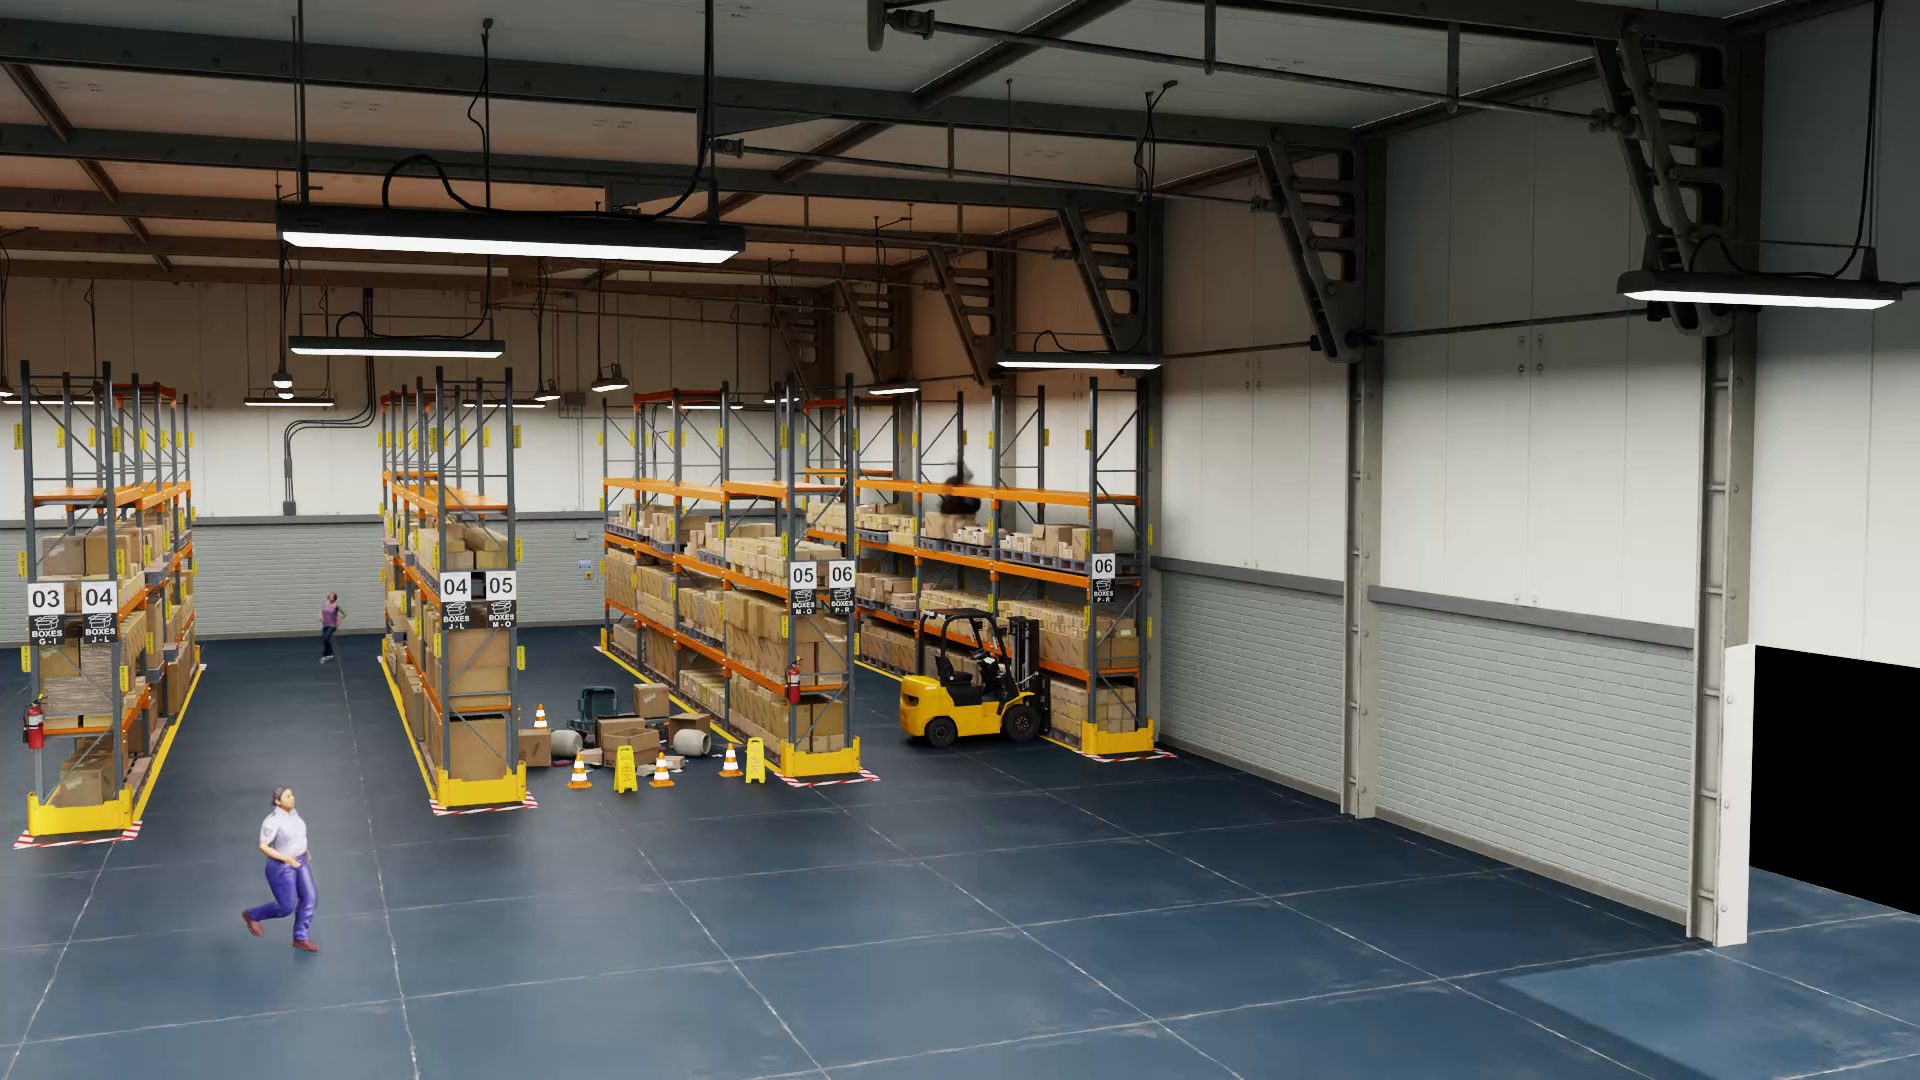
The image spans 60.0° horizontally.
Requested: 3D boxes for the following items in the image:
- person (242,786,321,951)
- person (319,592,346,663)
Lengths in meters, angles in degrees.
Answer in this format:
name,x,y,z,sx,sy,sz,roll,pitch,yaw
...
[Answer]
name,x,y,z,sx,sy,sz,roll,pitch,yaw
person,-6.660,3.227,16.368,0.764,1.631,0.616,1,4,12
person,-14.175,1.968,37.501,0.615,1.592,0.569,1,4,15
